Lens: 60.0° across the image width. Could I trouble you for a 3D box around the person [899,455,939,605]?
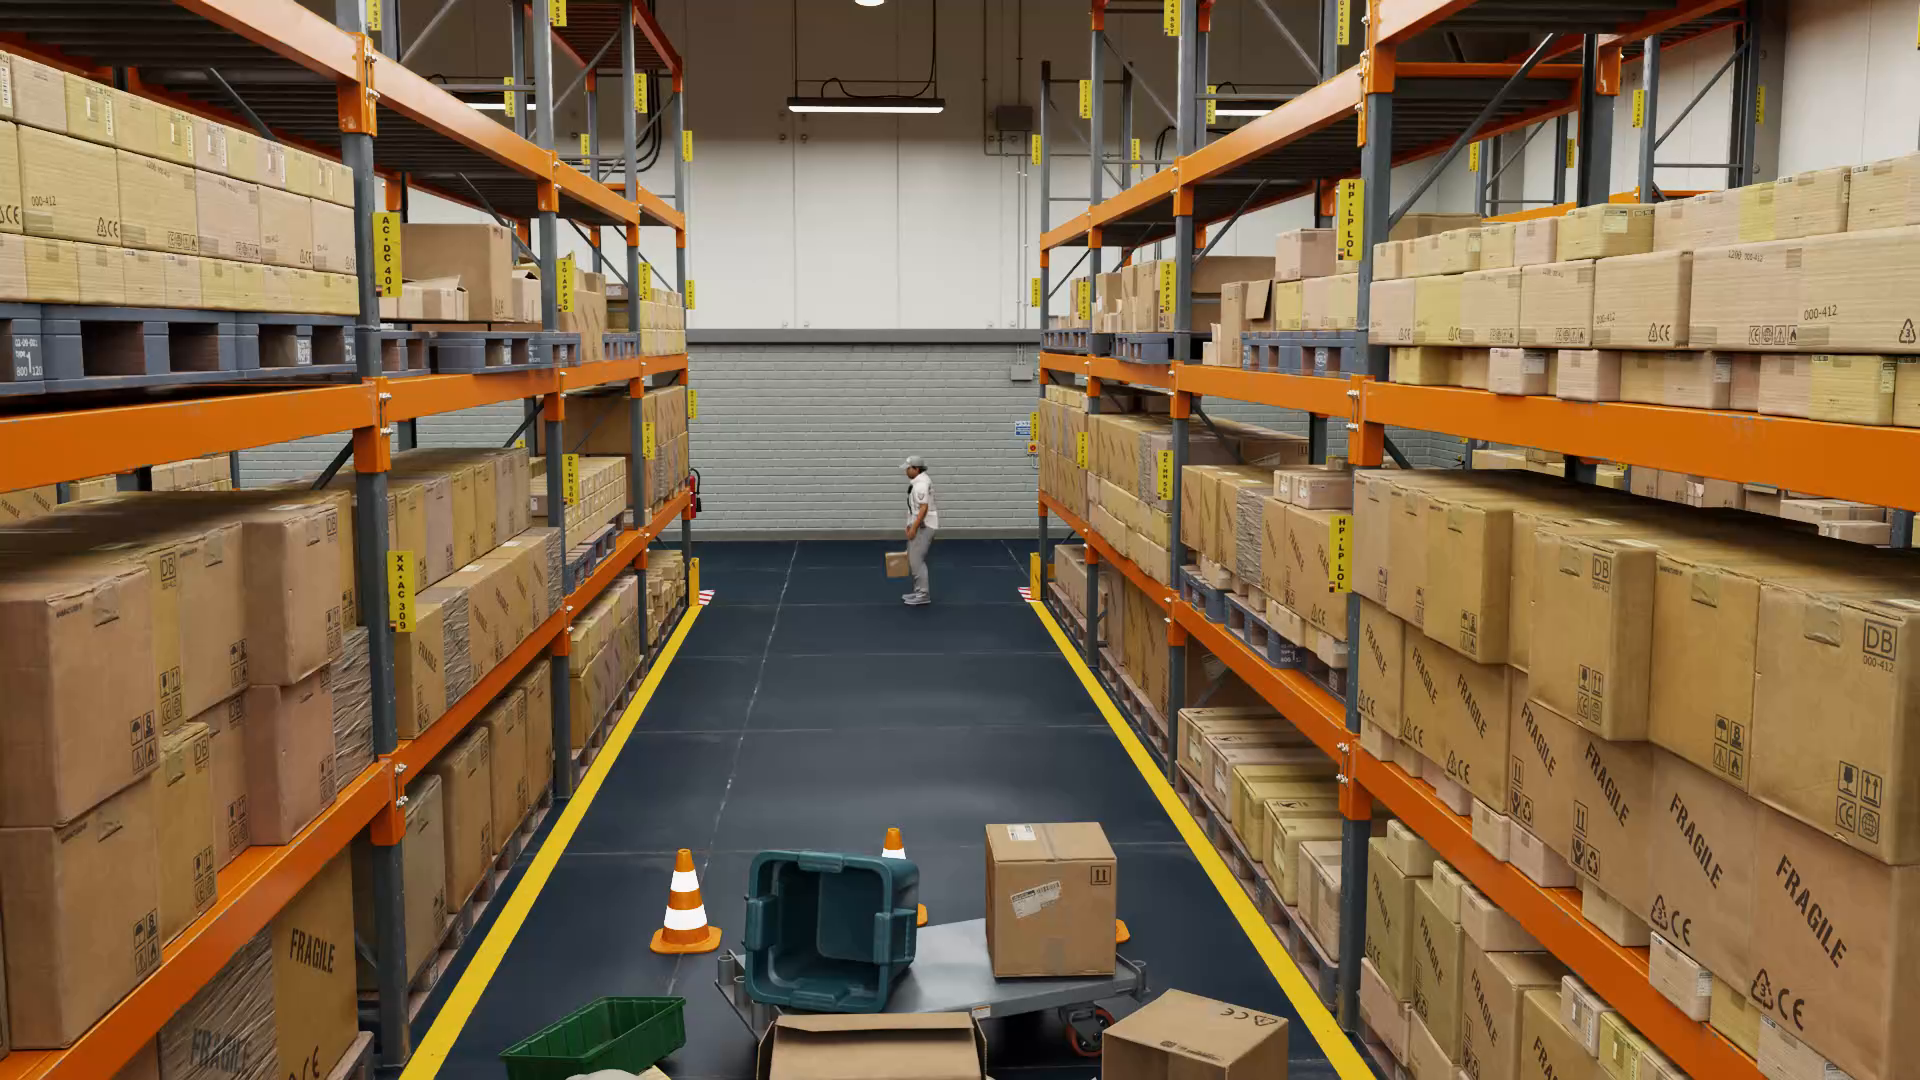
[{"bbox_3d":[-0.468,-0.123,18.721,0.443,1.669,0.528,-1,7,-5],"label":"person"}]
